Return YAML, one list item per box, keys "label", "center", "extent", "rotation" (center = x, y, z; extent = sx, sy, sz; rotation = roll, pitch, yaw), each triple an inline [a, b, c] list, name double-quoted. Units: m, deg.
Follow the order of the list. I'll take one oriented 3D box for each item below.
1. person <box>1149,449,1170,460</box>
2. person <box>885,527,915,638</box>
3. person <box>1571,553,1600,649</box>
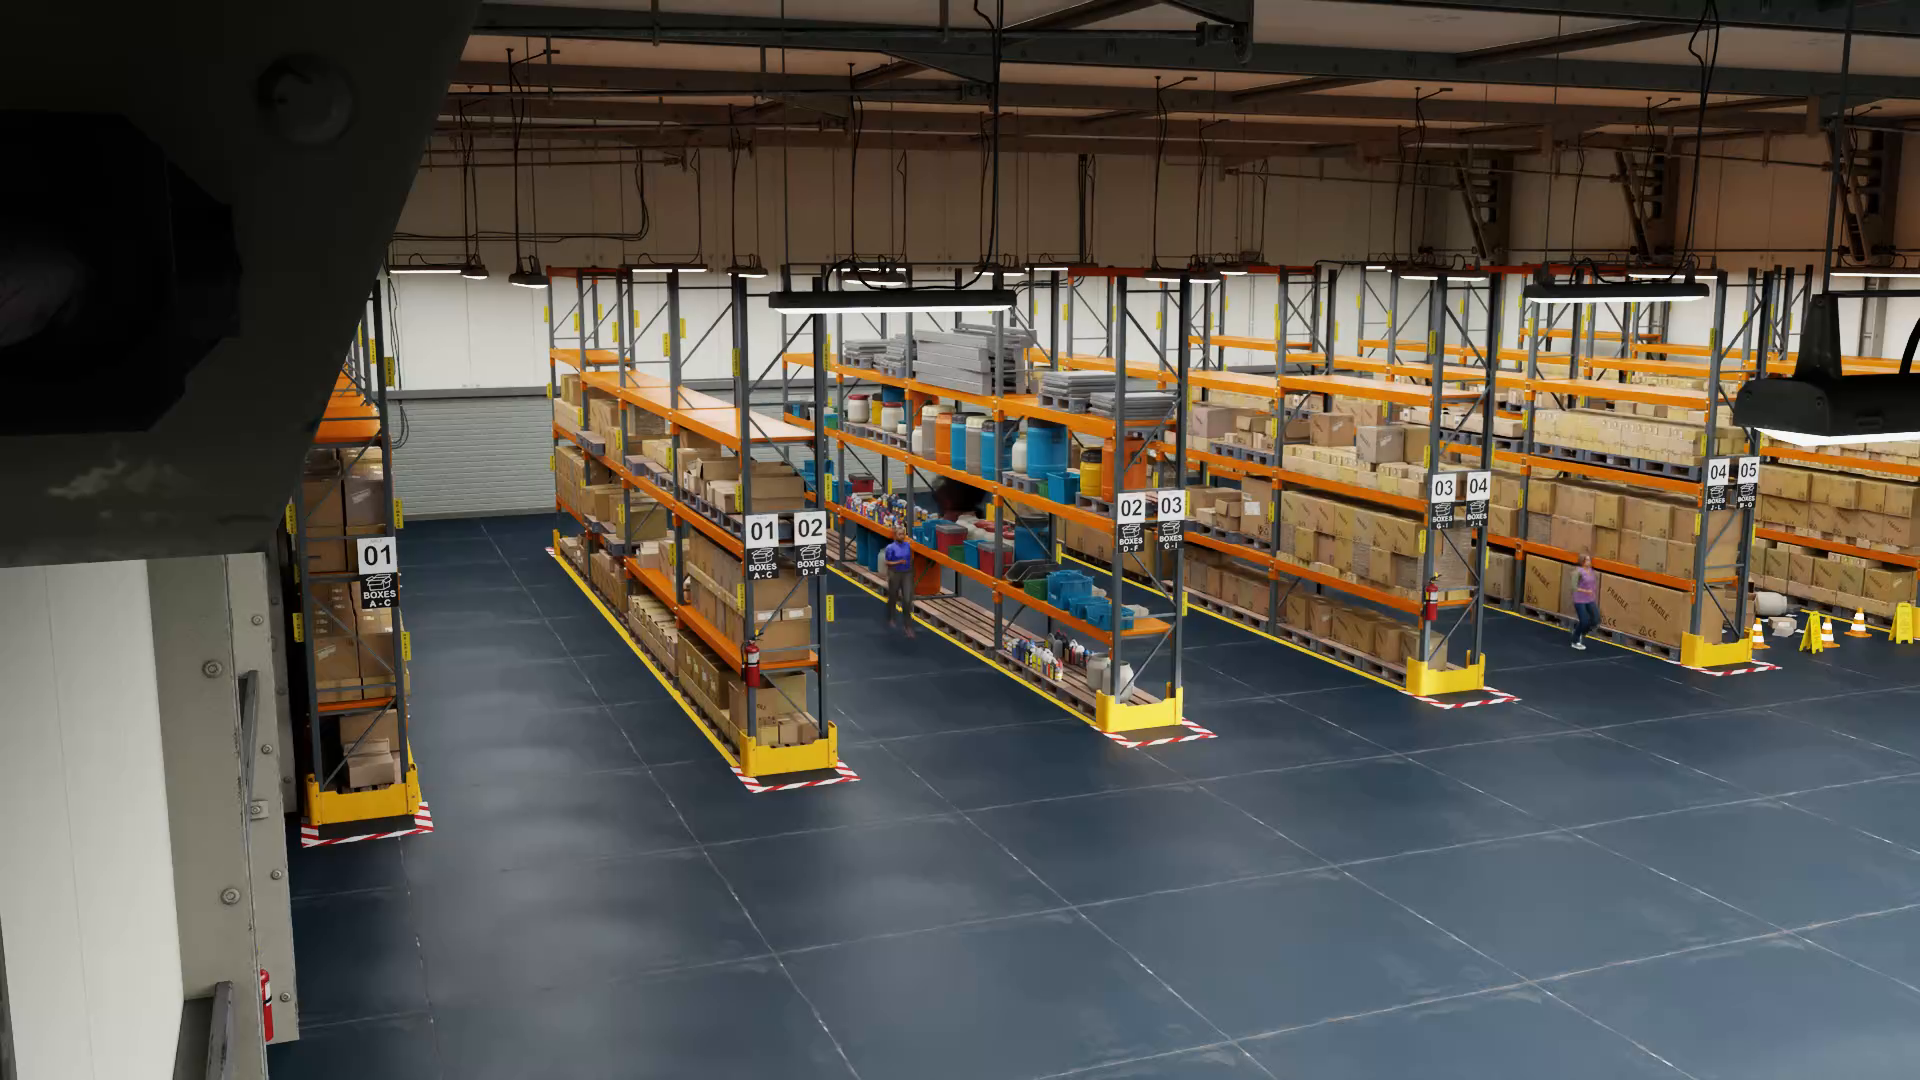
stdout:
- label: "person"
  center: [4.910, -1.680, 41.367]
  extent: [0.920, 1.695, 0.728]
  rotation: [-6, 11, -30]
- label: "person"
  center: [-0.945, 0.658, 26.442]
  extent: [0.560, 1.744, 0.698]
  rotation: [-4, 11, -24]
- label: "person"
  center: [9.974, 0.984, 26.480]
  extent: [0.526, 1.556, 0.536]
  rotation: [-5, 11, -27]
